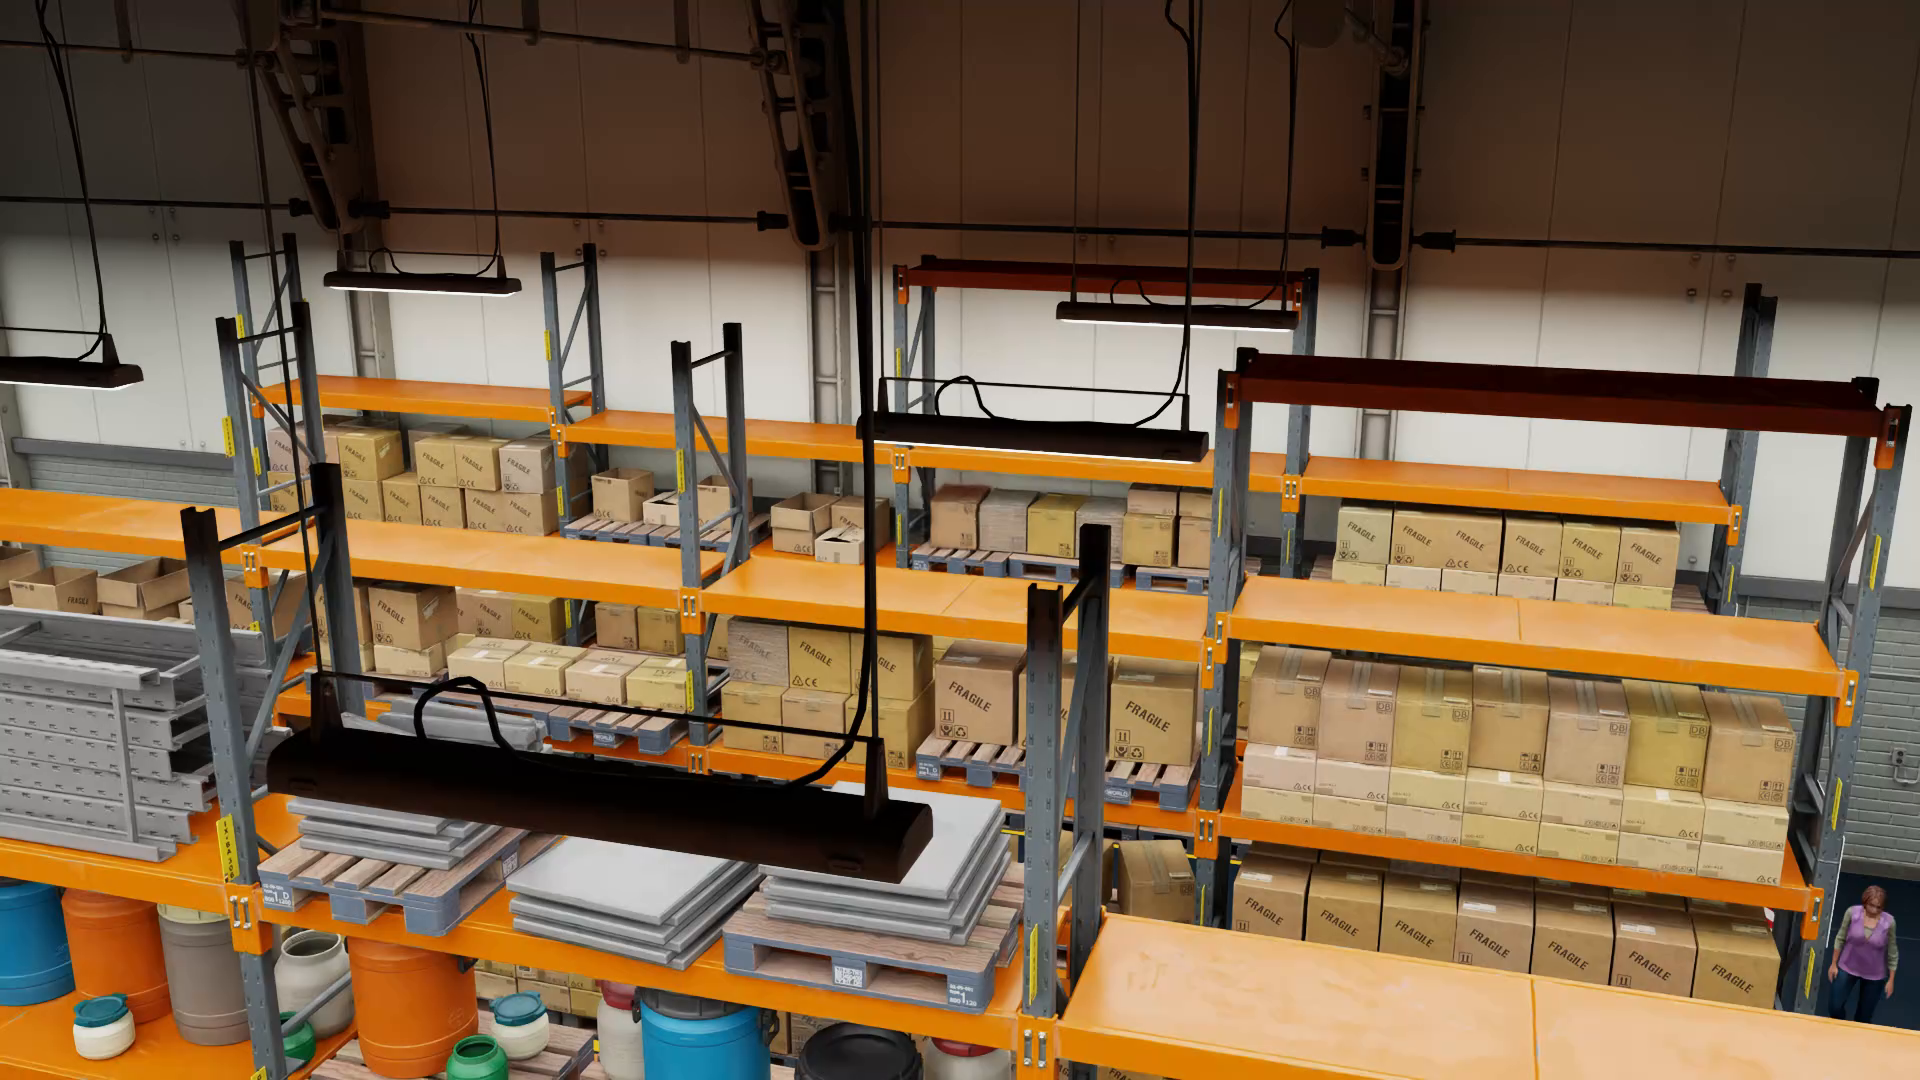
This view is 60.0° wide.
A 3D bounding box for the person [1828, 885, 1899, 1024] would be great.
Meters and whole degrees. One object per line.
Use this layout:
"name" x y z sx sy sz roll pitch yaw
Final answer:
"person" 7.352 3.556 13.562 0.476 1.621 0.346 9 19 30
